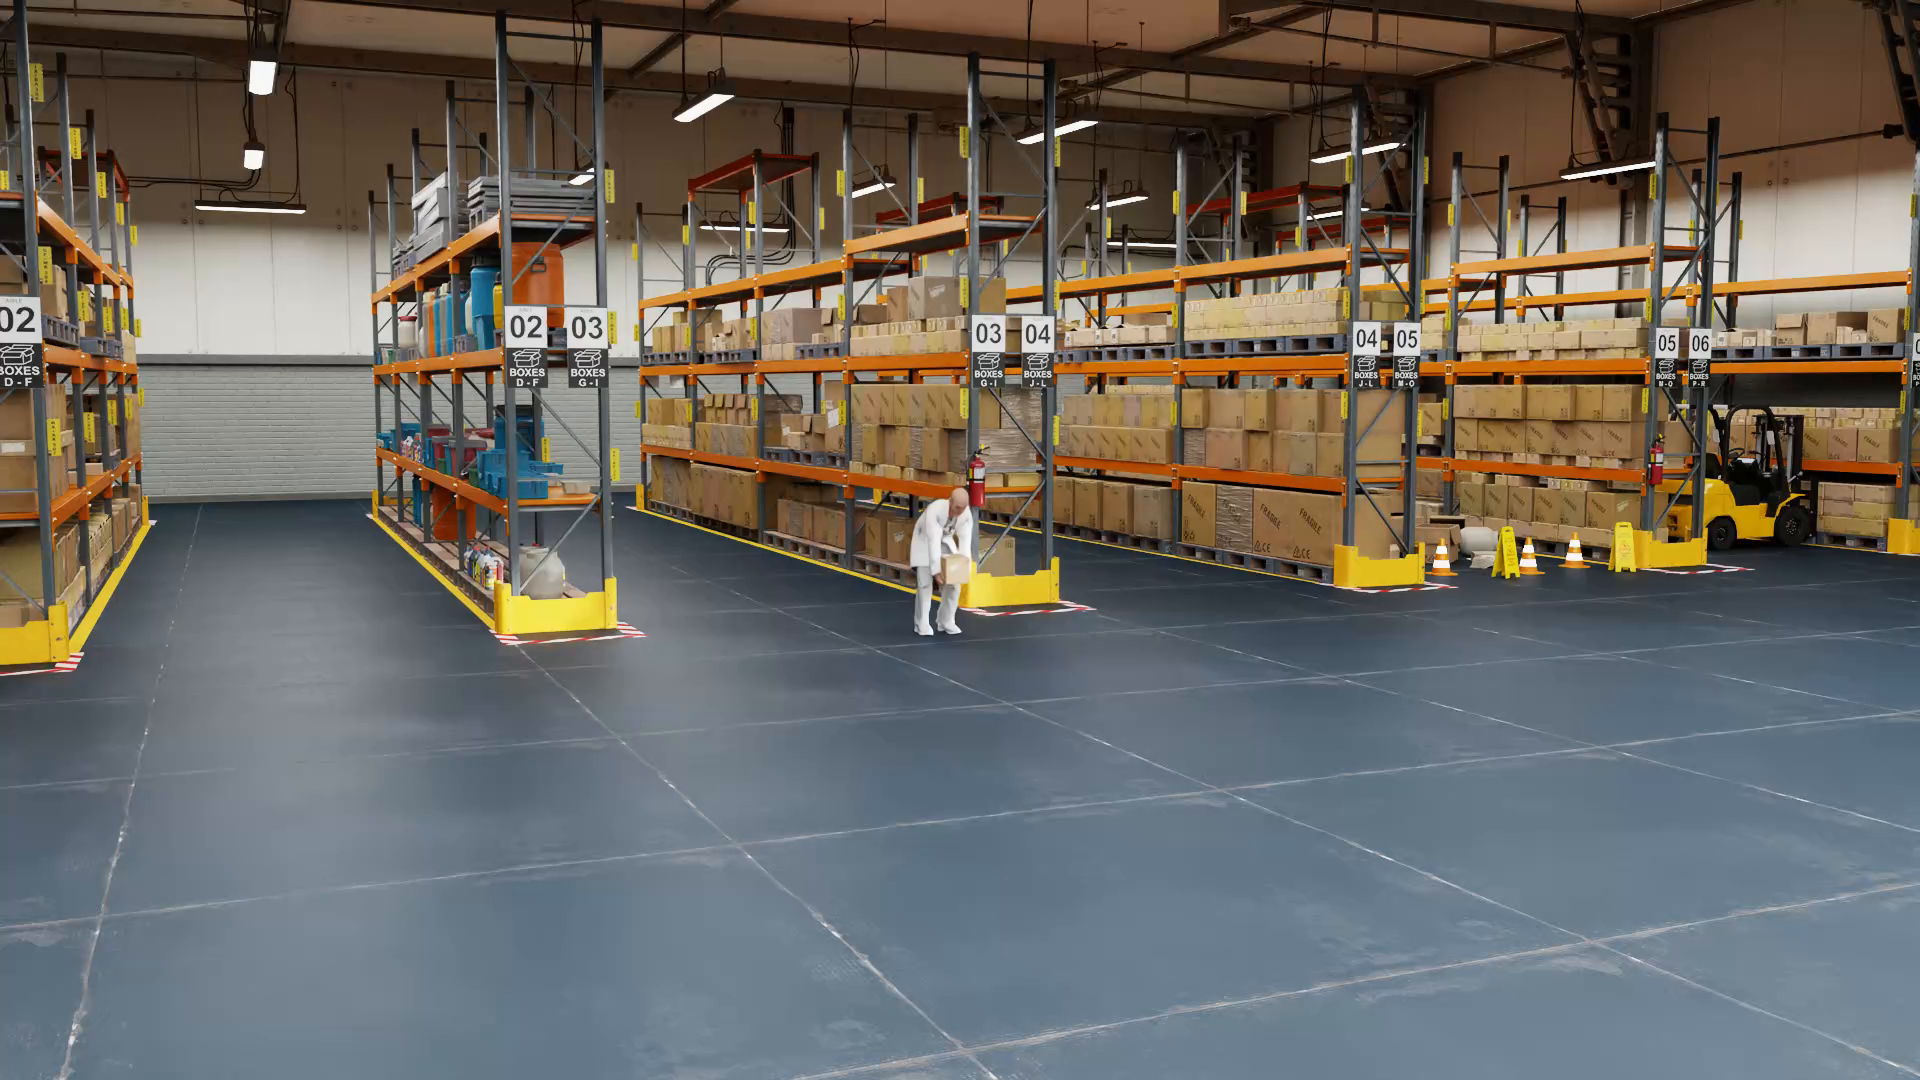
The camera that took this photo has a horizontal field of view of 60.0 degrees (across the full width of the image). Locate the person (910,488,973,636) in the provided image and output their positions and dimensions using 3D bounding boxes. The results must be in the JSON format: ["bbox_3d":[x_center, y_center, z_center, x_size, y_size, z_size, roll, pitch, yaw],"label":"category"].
[{"bbox_3d":[-0.159,0.209,16.151,0.558,1.464,0.835,-2,6,-25],"label":"person"}]
